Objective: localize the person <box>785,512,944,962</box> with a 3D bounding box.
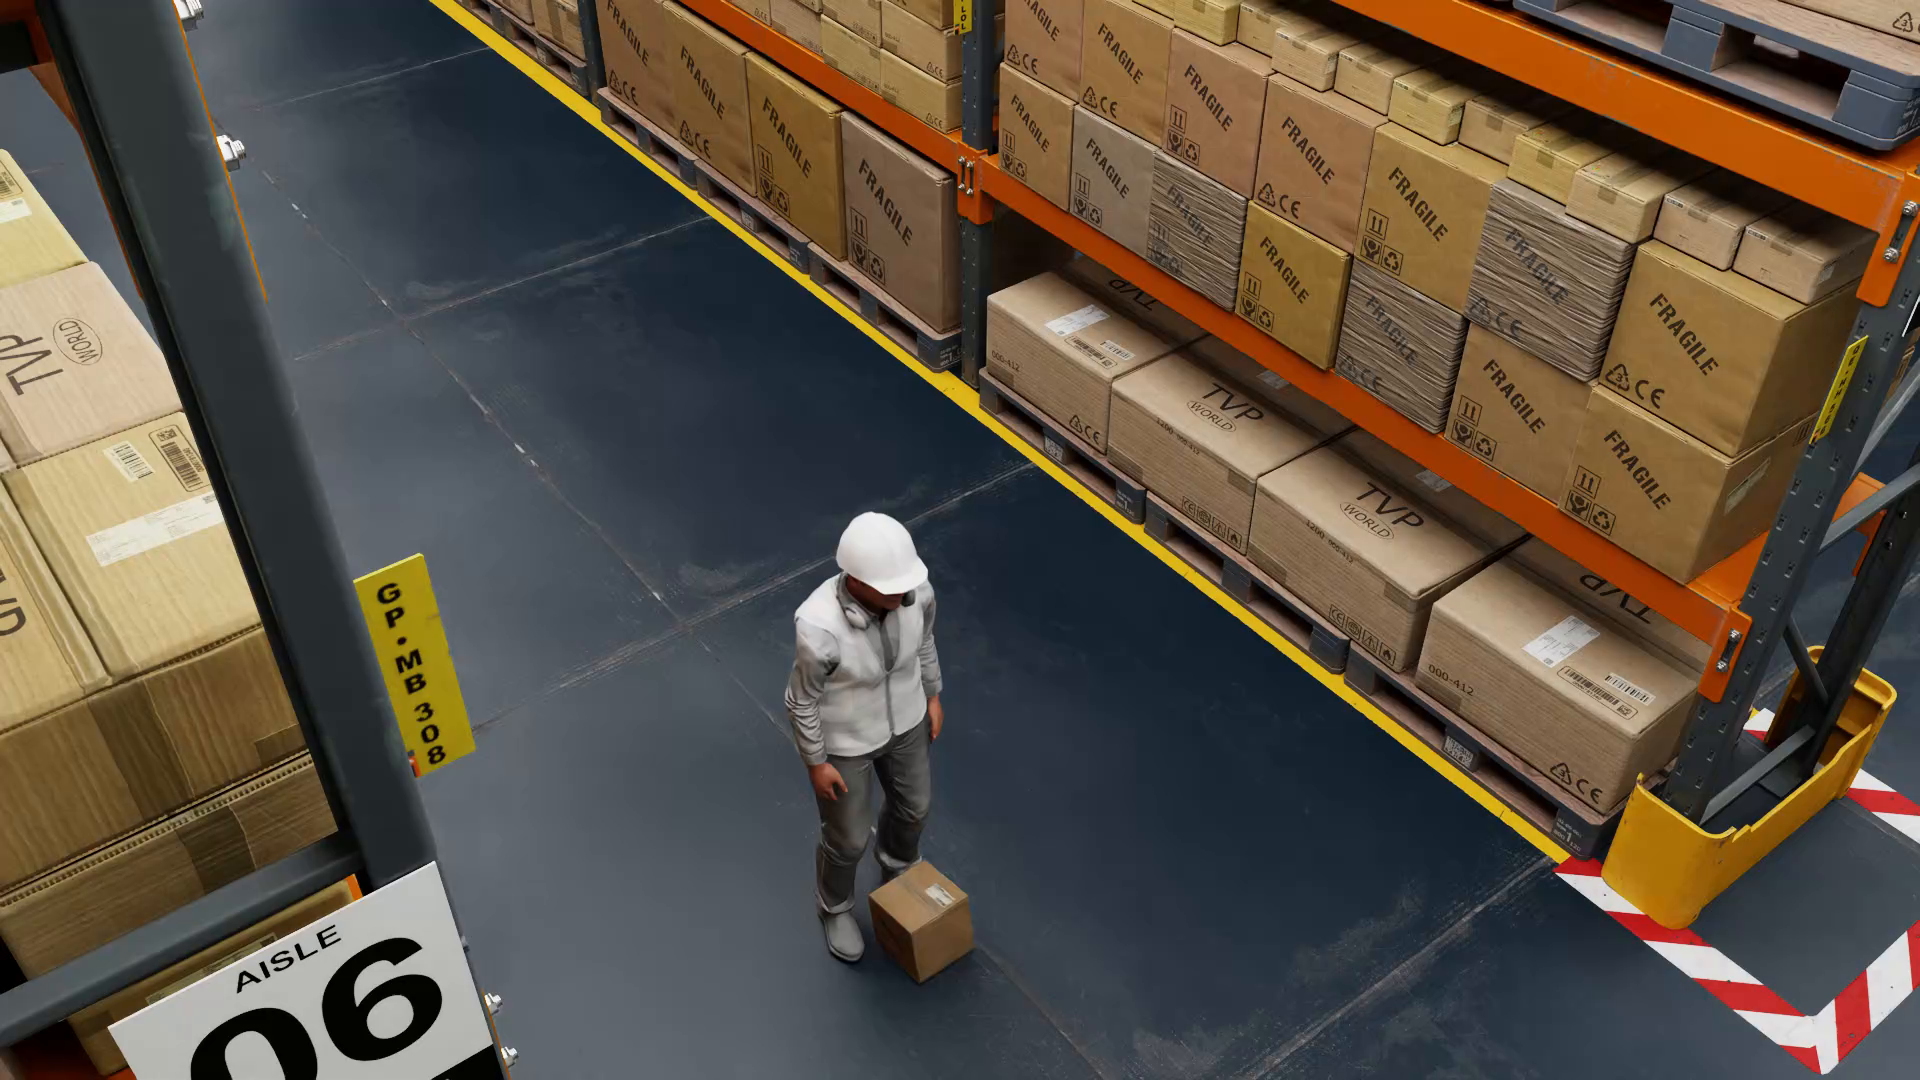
[{"bbox_3d":[-0.293,0.603,5.418,0.570,1.772,0.456,-28,47,-29],"label":"person"}]
